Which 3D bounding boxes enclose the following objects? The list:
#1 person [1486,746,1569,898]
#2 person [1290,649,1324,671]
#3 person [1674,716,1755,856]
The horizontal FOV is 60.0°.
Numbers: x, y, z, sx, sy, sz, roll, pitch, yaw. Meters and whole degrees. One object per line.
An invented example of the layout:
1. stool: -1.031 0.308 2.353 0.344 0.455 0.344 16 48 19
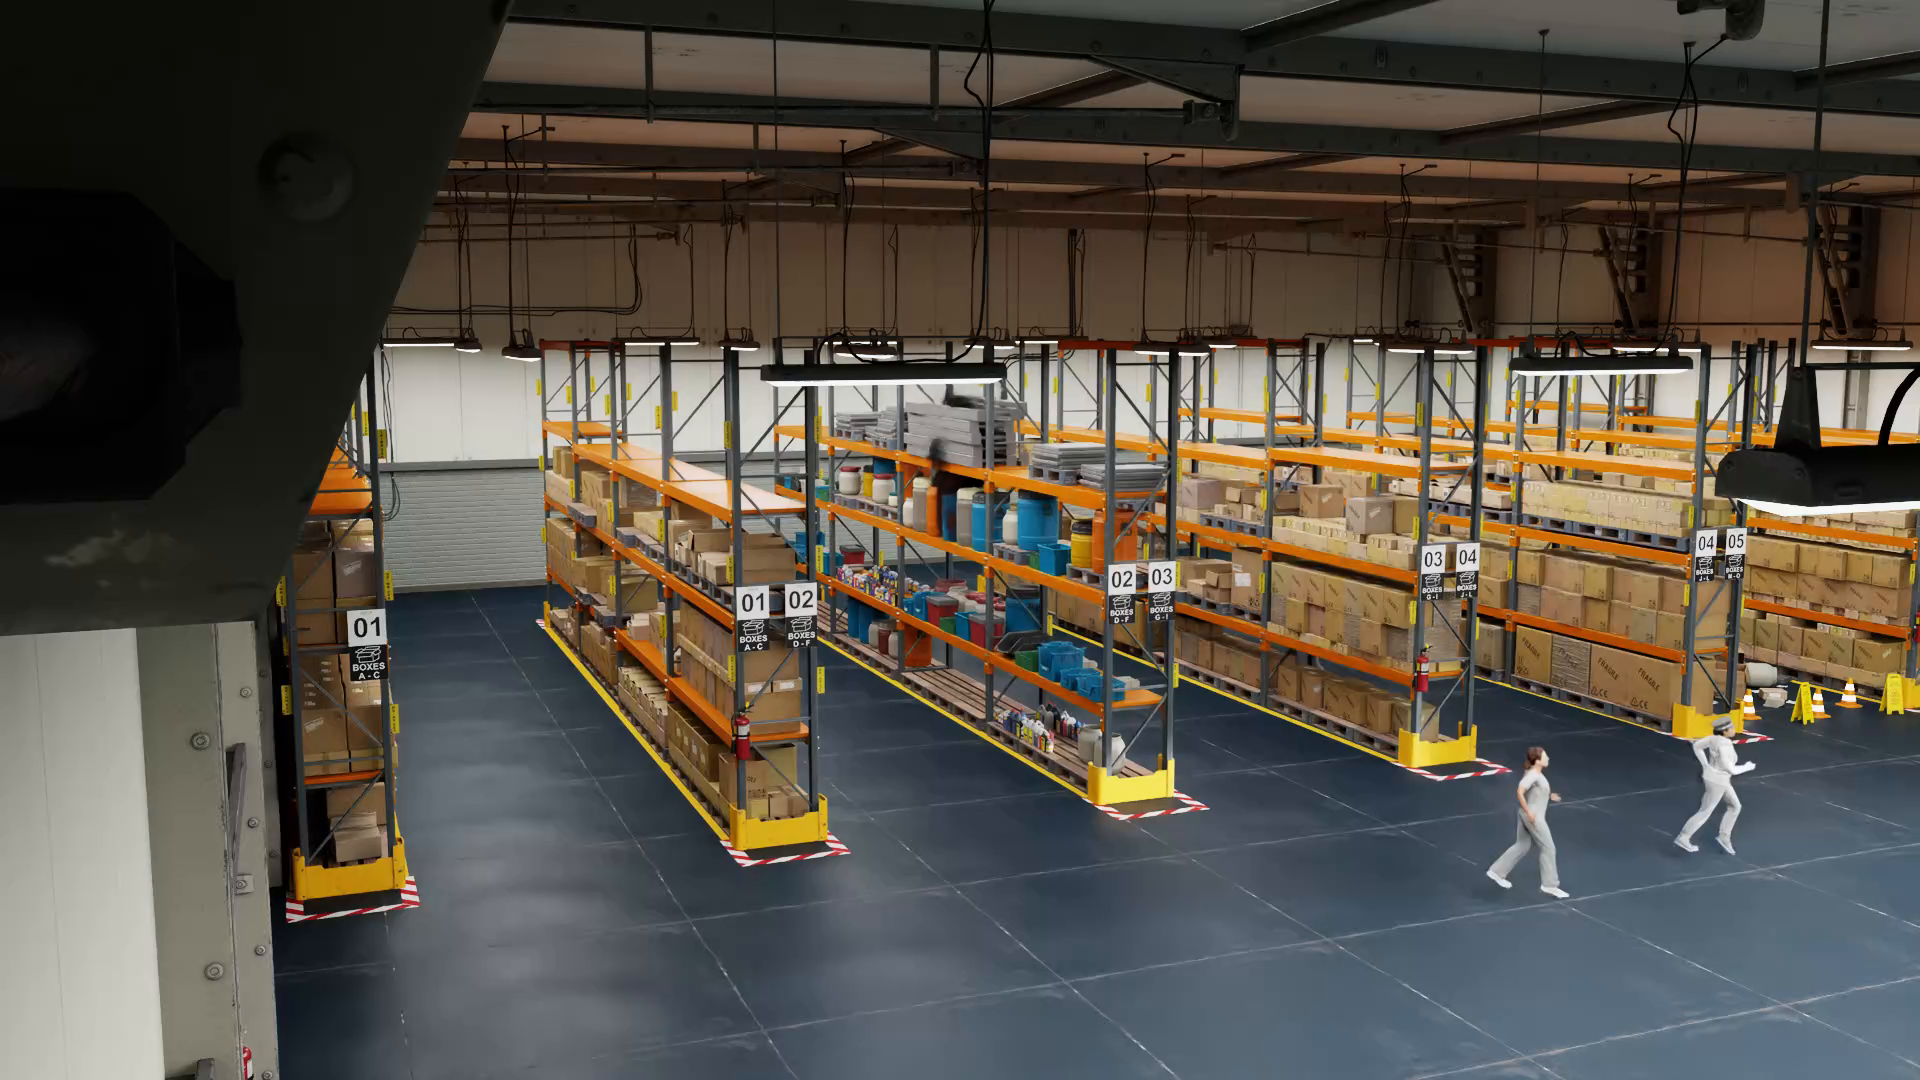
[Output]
1. person: 6.322 3.107 18.450 0.883 1.688 0.564 1 7 7
2. person: 6.465 1.516 30.712 0.601 1.706 0.775 -5 9 -32
3. person: 9.011 2.929 19.841 0.837 1.722 0.622 2 8 13
